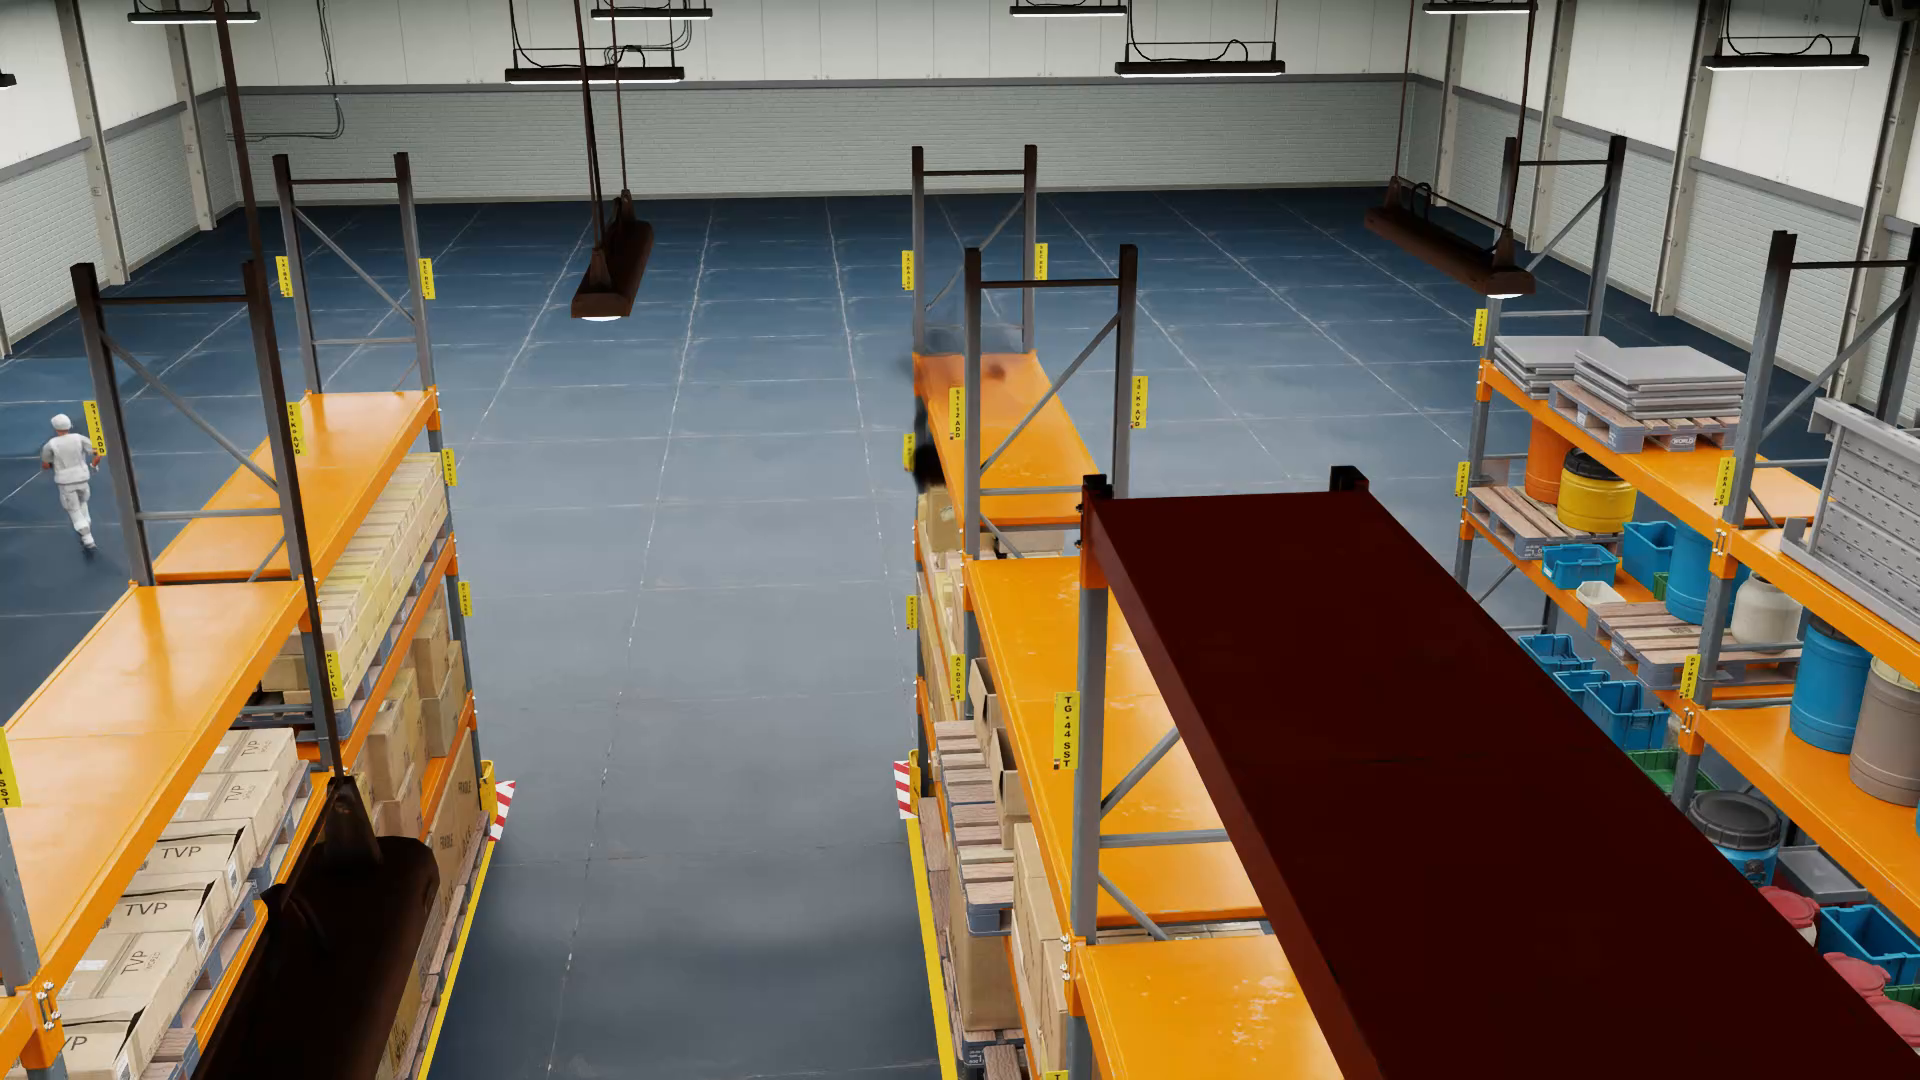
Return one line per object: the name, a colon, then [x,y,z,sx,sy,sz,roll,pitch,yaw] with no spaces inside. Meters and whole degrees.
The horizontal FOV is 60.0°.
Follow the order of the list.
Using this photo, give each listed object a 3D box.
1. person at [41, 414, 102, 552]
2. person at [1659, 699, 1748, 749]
person: [-11.181,-0.711,20.988,0.814,1.824,0.640,19,29,40]
person: [6.549,1.705,14.927,0.656,1.823,0.744,-6,22,-14]
